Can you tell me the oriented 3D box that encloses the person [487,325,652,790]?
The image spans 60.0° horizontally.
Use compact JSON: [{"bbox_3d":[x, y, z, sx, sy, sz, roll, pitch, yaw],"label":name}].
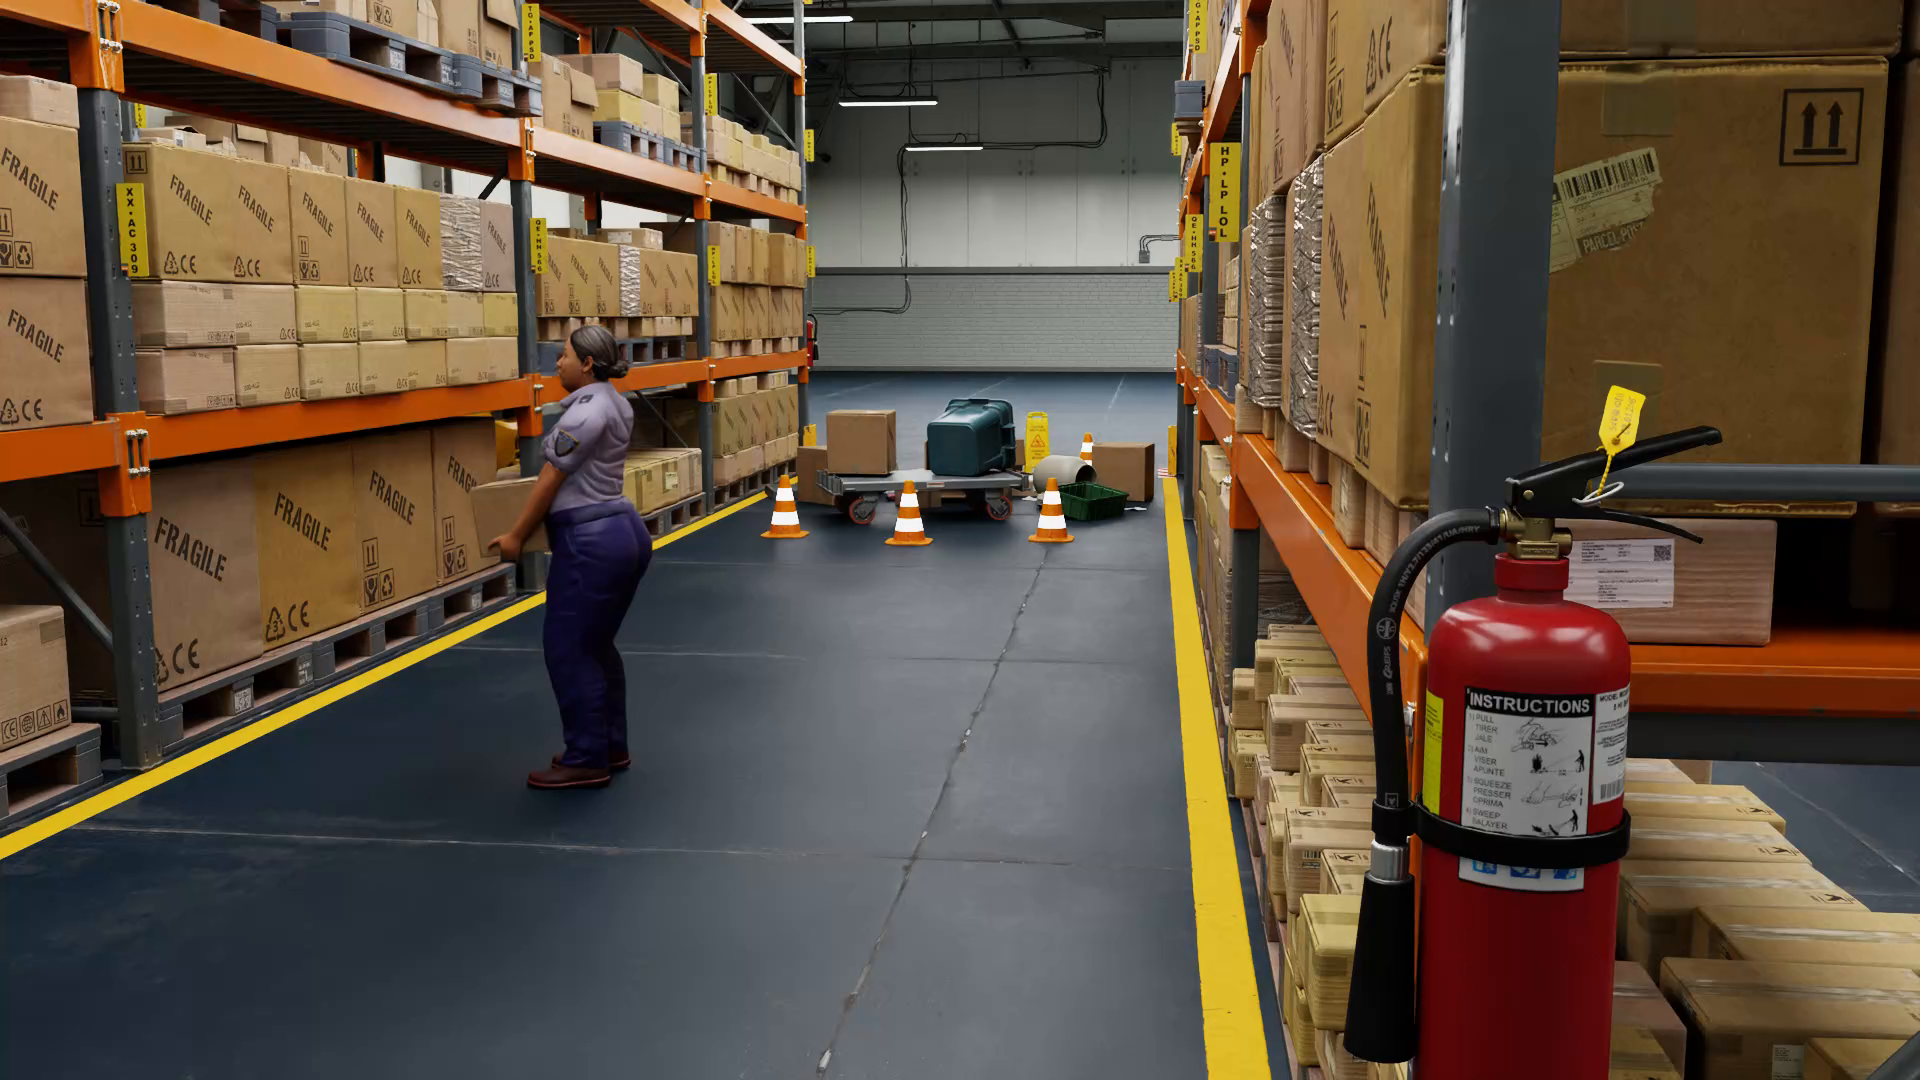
[{"bbox_3d":[-1.393,0.057,5.966,0.528,1.647,0.435,1,8,6],"label":"person"}]
